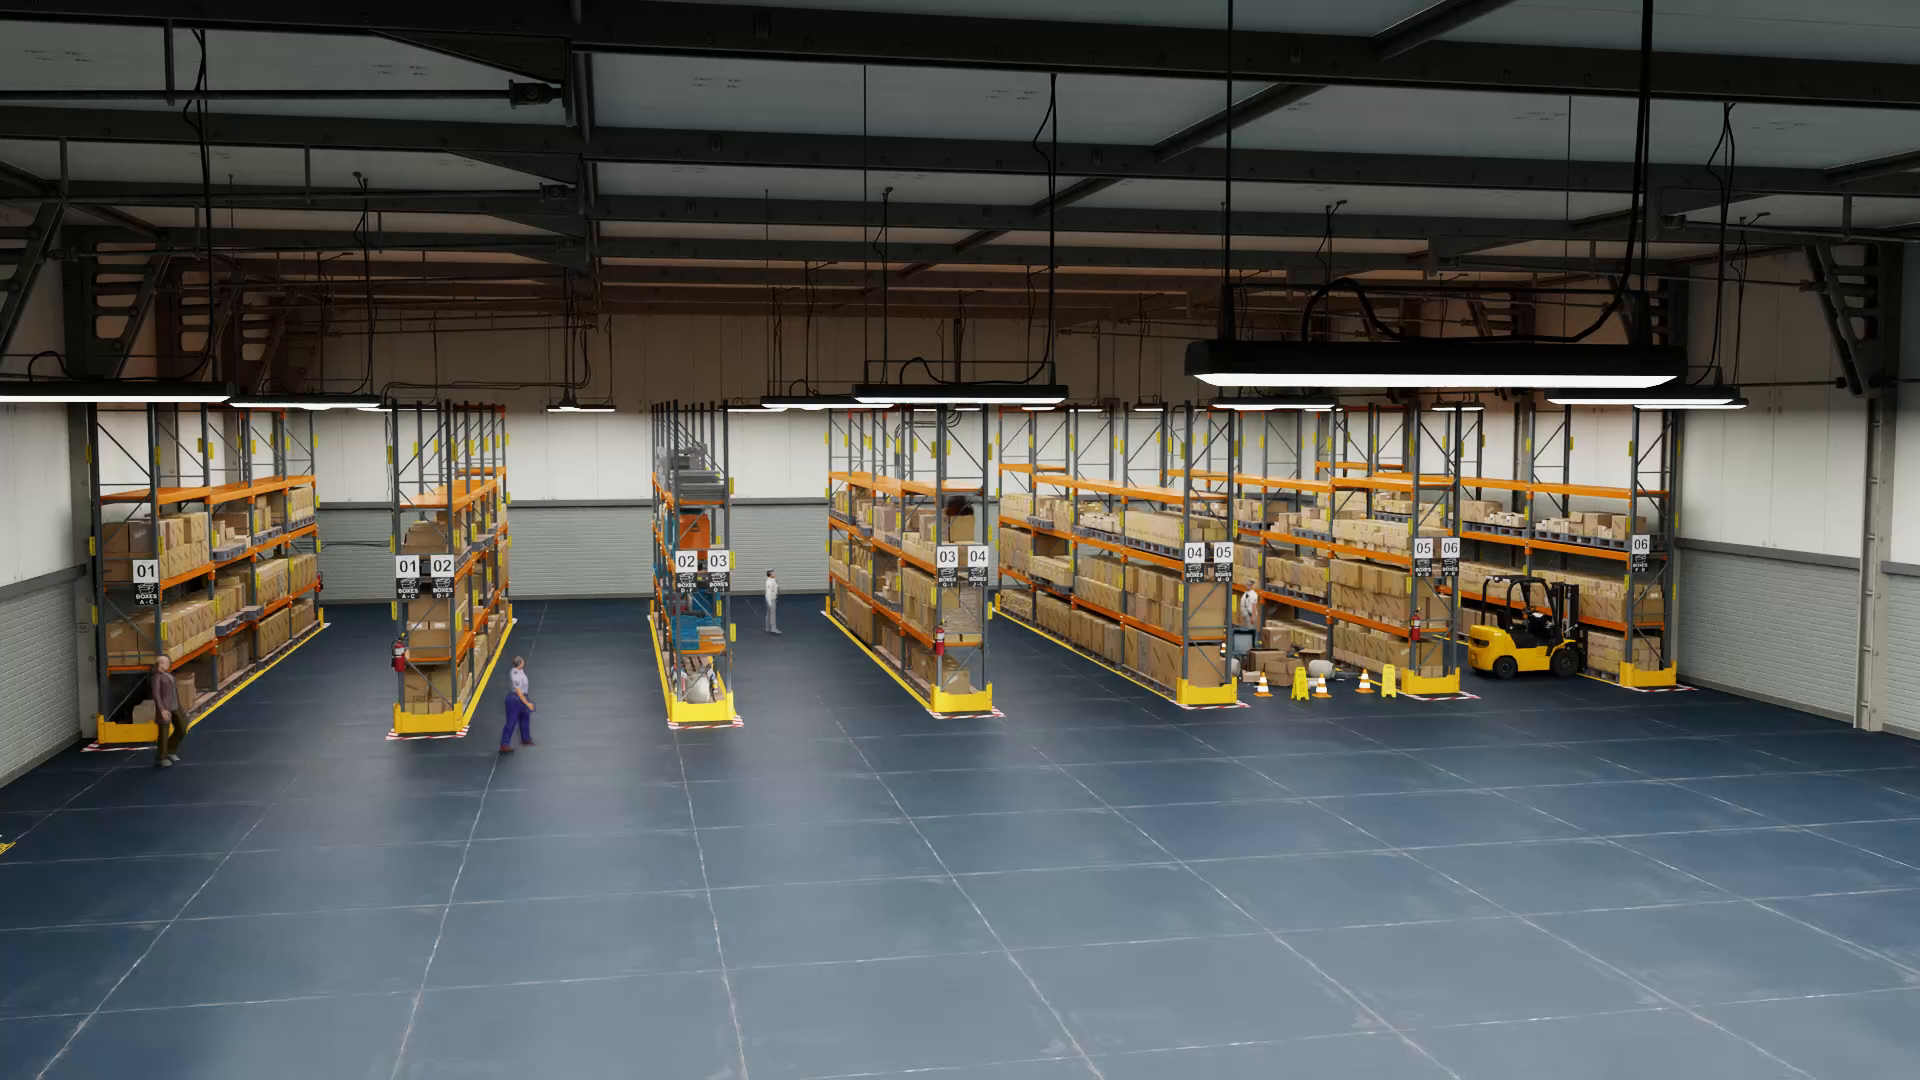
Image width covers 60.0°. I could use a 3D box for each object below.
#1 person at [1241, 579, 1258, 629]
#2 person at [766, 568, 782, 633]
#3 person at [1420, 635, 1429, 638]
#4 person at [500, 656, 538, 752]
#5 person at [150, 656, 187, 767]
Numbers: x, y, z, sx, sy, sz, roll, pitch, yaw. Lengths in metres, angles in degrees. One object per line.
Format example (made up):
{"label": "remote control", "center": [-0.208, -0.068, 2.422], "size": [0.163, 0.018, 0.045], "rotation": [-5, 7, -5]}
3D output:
{"label": "person", "center": [6.954, 1.824, 39.994], "size": [0.405, 1.774, 0.596], "rotation": [0, 4, -2]}
{"label": "person", "center": [-4.896, 1.591, 43.787], "size": [0.488, 1.710, 0.524], "rotation": [0, 4, 5]}
{"label": "person", "center": [10.693, 1.999, 38.342], "size": [0.414, 1.696, 0.478], "rotation": [1, 4, 13]}
{"label": "person", "center": [-7.564, 2.786, 28.469], "size": [0.598, 1.661, 0.635], "rotation": [0, 4, -6]}
{"label": "person", "center": [-12.976, 2.791, 27.231], "size": [0.506, 1.786, 0.662], "rotation": [1, 4, 17]}
